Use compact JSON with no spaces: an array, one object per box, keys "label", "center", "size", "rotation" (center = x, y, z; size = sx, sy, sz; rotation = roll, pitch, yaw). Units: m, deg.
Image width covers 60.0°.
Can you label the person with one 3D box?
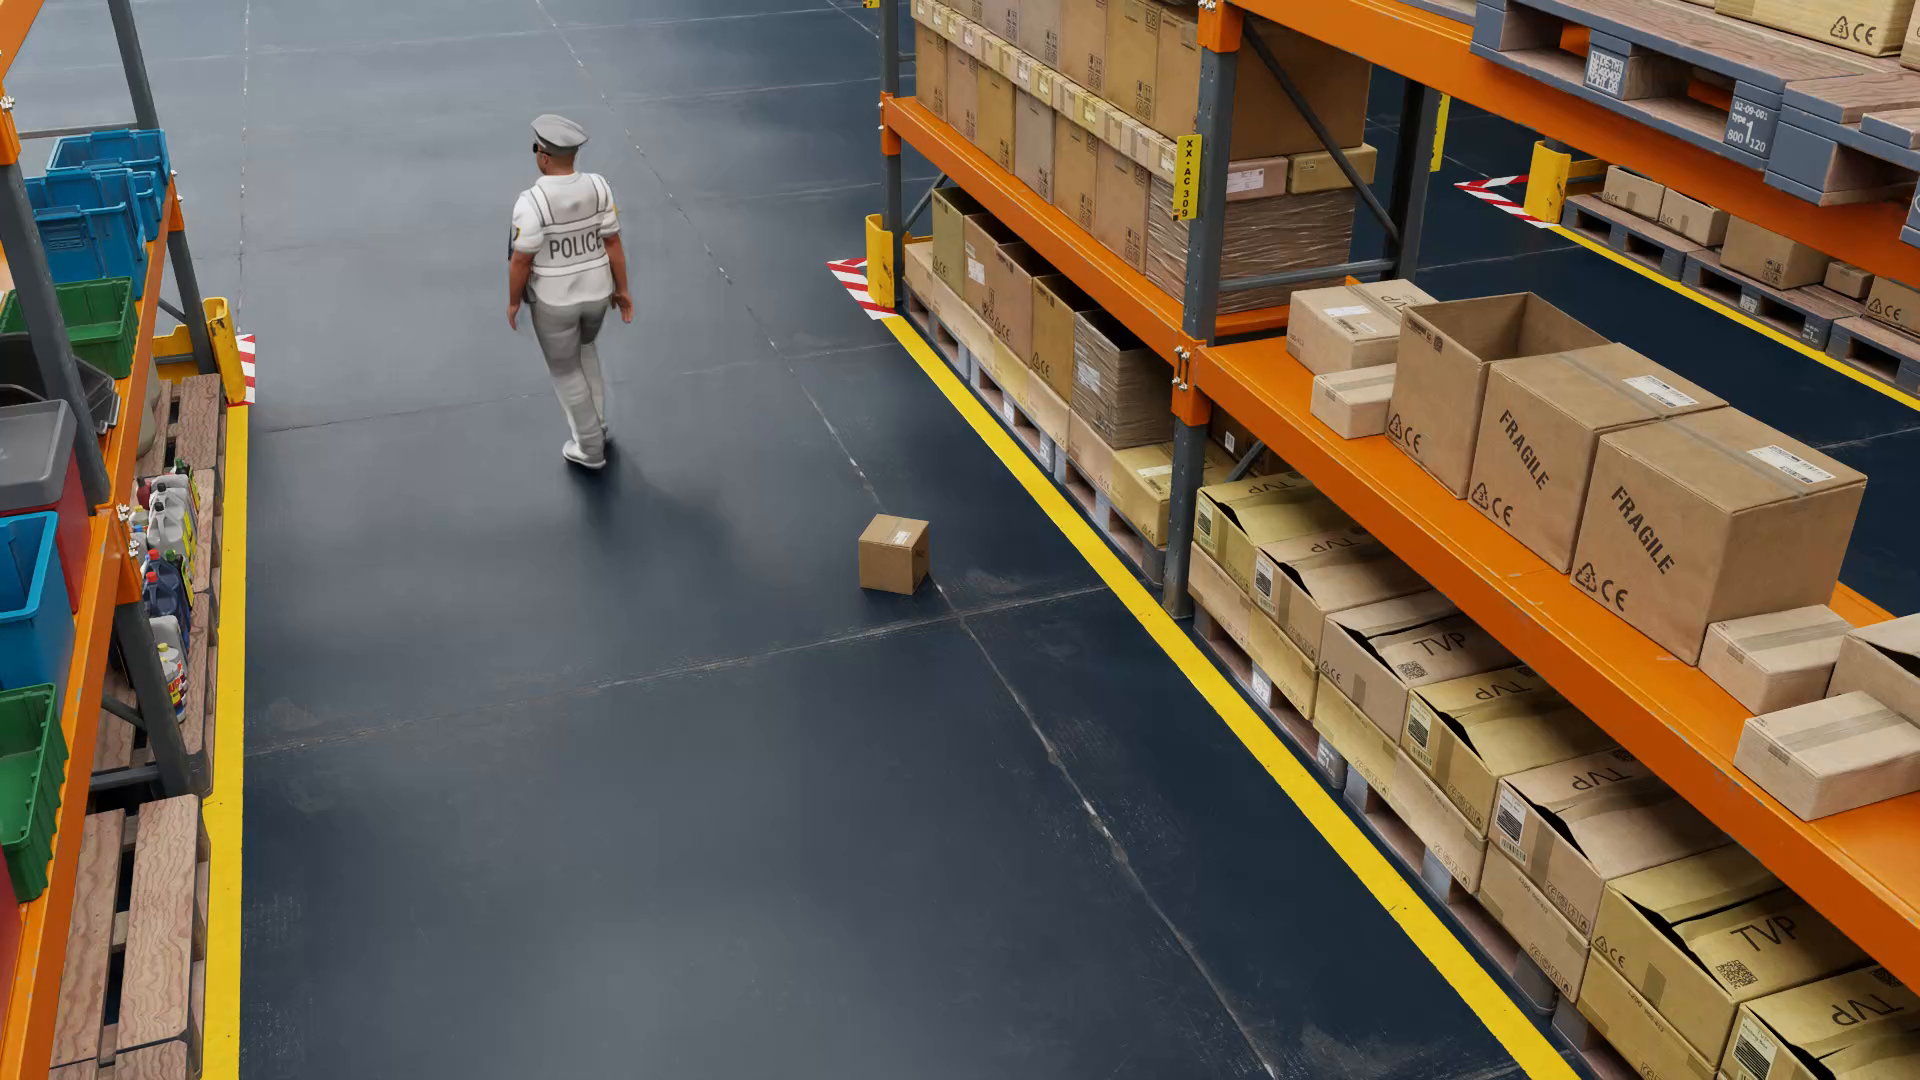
[{"label":"person","center":[-1.952,-1.191,8.224],"size":[0.576,1.841,0.518],"rotation":[-26,39,-38]}]
